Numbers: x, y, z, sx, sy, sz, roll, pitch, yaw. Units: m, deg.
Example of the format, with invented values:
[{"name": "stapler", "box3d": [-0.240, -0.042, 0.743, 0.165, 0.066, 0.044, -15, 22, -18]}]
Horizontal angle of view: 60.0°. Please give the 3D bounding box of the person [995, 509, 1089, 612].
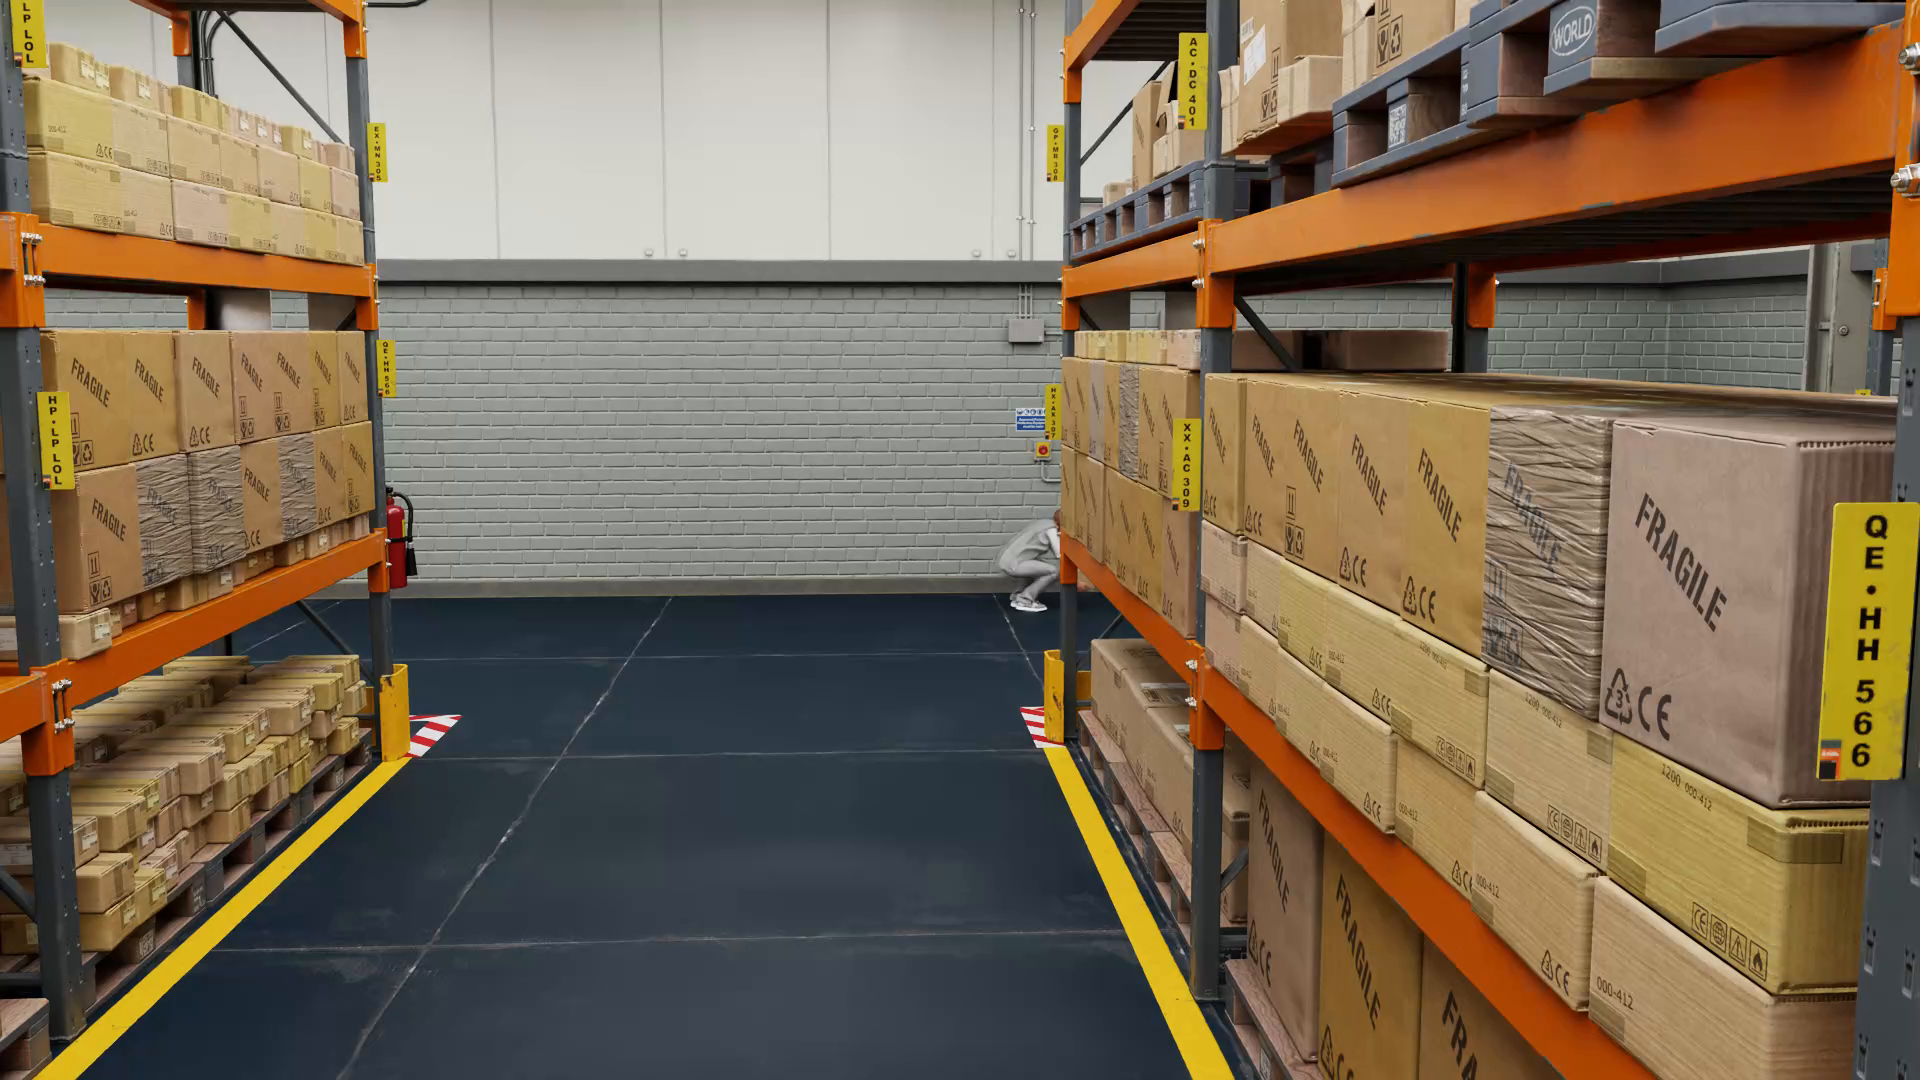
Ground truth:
[{"name": "person", "box3d": [0.723, 0.179, 14.752, 0.822, 0.894, 0.423, -1, 7, -5]}]
